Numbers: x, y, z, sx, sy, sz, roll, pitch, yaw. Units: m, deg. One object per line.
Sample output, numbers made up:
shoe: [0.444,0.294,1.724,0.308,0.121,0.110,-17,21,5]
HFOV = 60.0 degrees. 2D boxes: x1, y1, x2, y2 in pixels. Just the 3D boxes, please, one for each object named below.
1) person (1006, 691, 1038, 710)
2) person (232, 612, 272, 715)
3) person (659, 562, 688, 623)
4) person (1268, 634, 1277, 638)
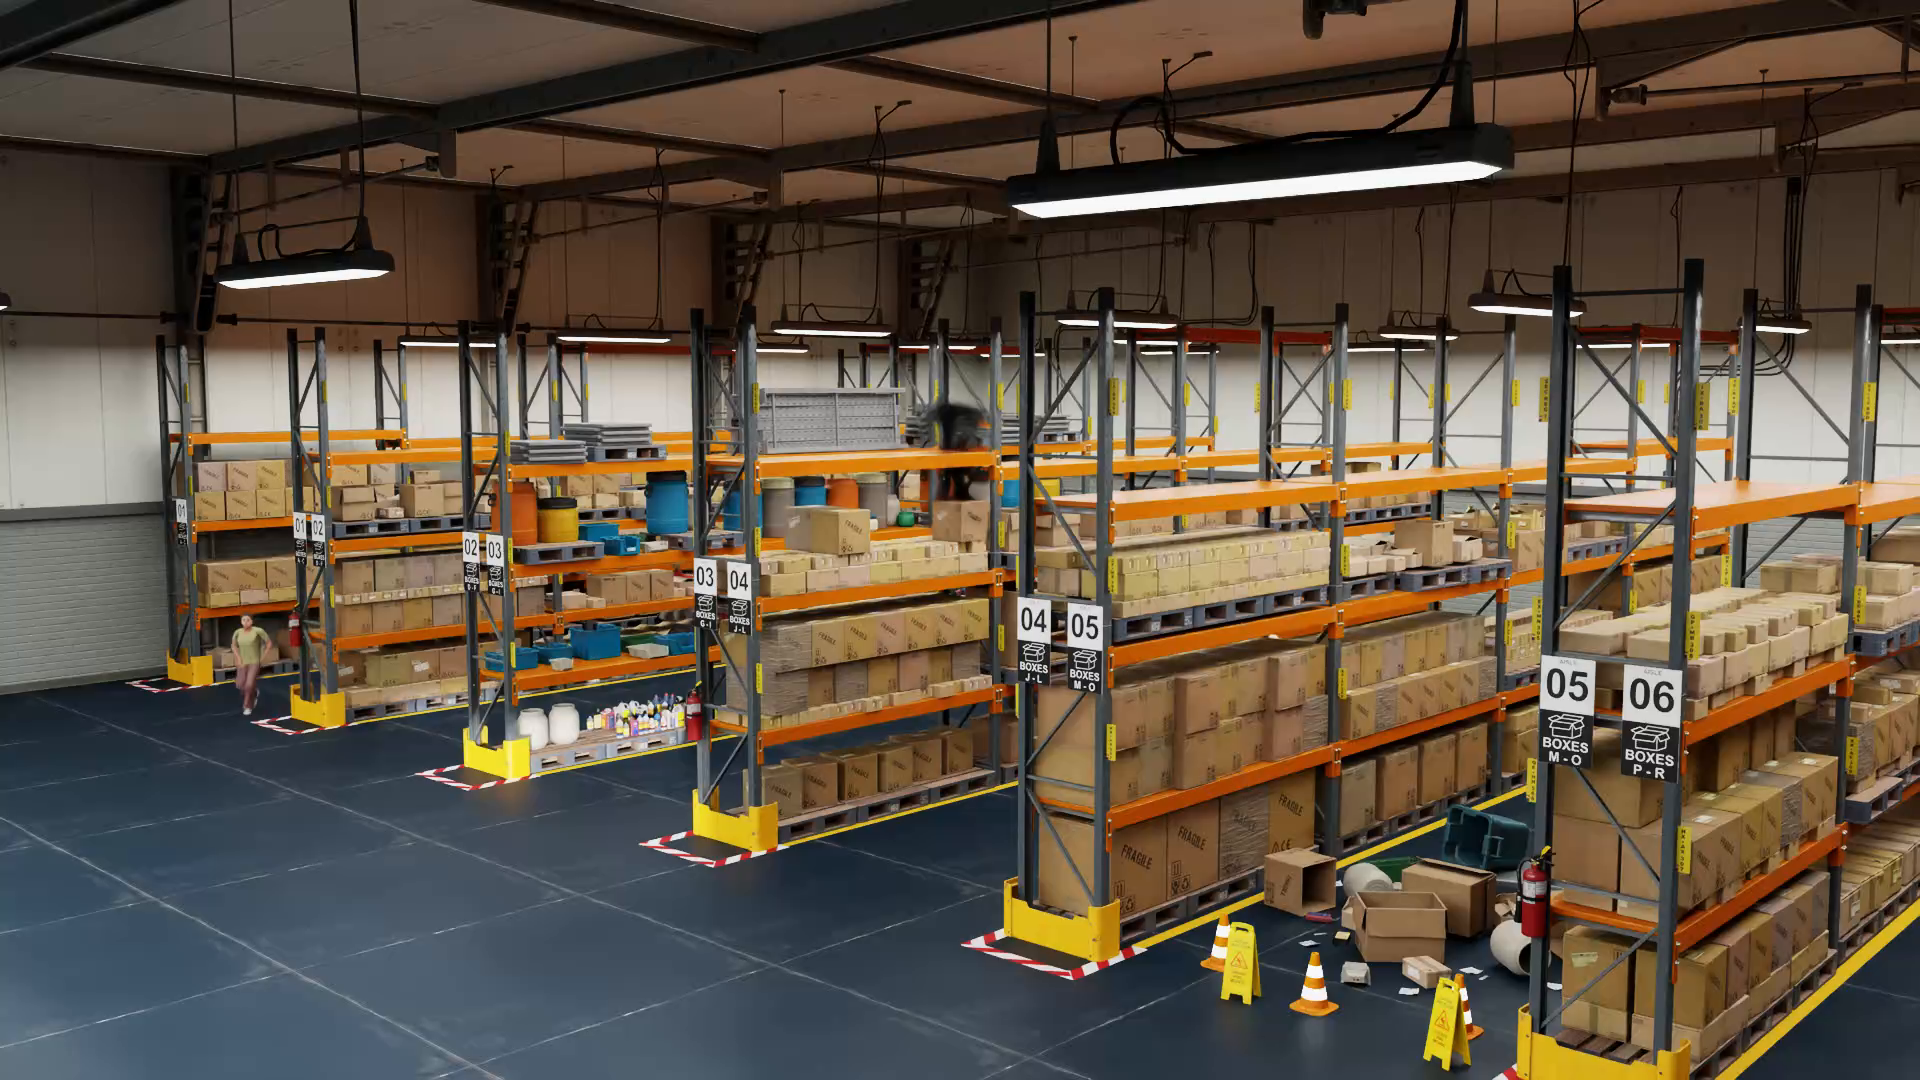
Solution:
person: [0.993,2.023,24.658,0.755,1.730,0.820,-2,6,-17]
person: [-11.094,1.918,26.125,0.606,1.629,0.564,0,5,4]
person: [-5.648,1.234,32.786,0.661,1.700,0.636,4,7,39]
person: [4.208,2.154,22.702,0.636,1.760,0.691,4,7,35]
